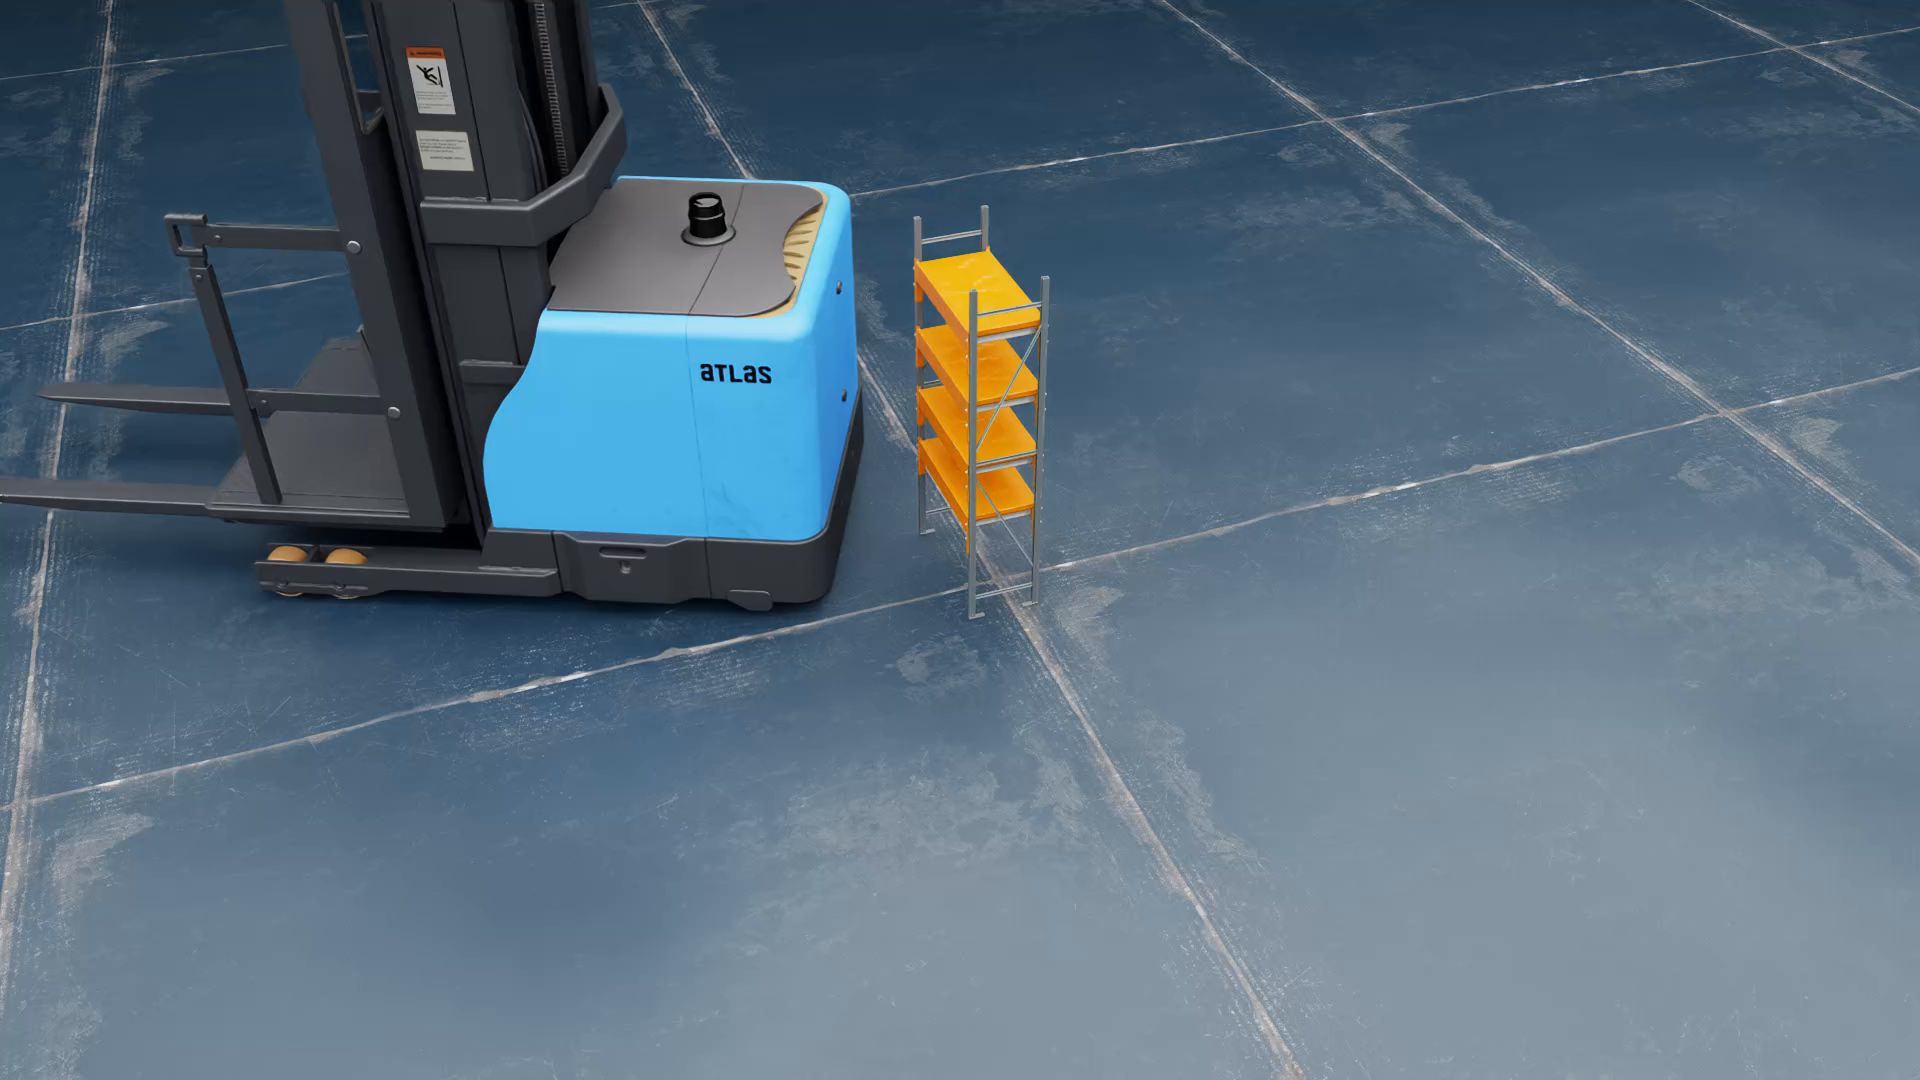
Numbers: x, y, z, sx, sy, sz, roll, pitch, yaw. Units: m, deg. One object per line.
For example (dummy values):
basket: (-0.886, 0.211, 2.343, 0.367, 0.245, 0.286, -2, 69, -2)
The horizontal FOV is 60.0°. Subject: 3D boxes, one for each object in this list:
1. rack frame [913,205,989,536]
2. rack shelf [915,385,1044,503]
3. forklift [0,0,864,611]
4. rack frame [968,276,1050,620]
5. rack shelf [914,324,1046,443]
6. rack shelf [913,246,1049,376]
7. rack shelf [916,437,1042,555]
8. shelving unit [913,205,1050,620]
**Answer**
rack frame: (-0.027, -0.524, 5.448, 0.240, 1.200, 0.015, -12, 39, -16)
rack shelf: (0.057, -0.332, 5.305, 0.258, 0.148, 0.480, -12, 39, -16)
forklift: (-1.896, -1.290, 5.026, 3.031, 2.935, 1.130, 3, 37, 4)
rack frame: (0.141, -0.248, 5.082, 0.240, 1.200, 0.015, -12, 39, -16)
rack shelf: (0.057, -0.511, 5.171, 0.258, 0.148, 0.480, -12, 39, -16)
rack shelf: (0.057, -0.700, 5.028, 0.258, 0.148, 0.480, -12, 39, -16)
rack shelf: (0.057, -0.173, 5.425, 0.258, 0.148, 0.480, -12, 39, -16)
shelving unit: (0.057, -0.386, 5.265, 0.258, 1.200, 0.503, -12, 39, -16)
